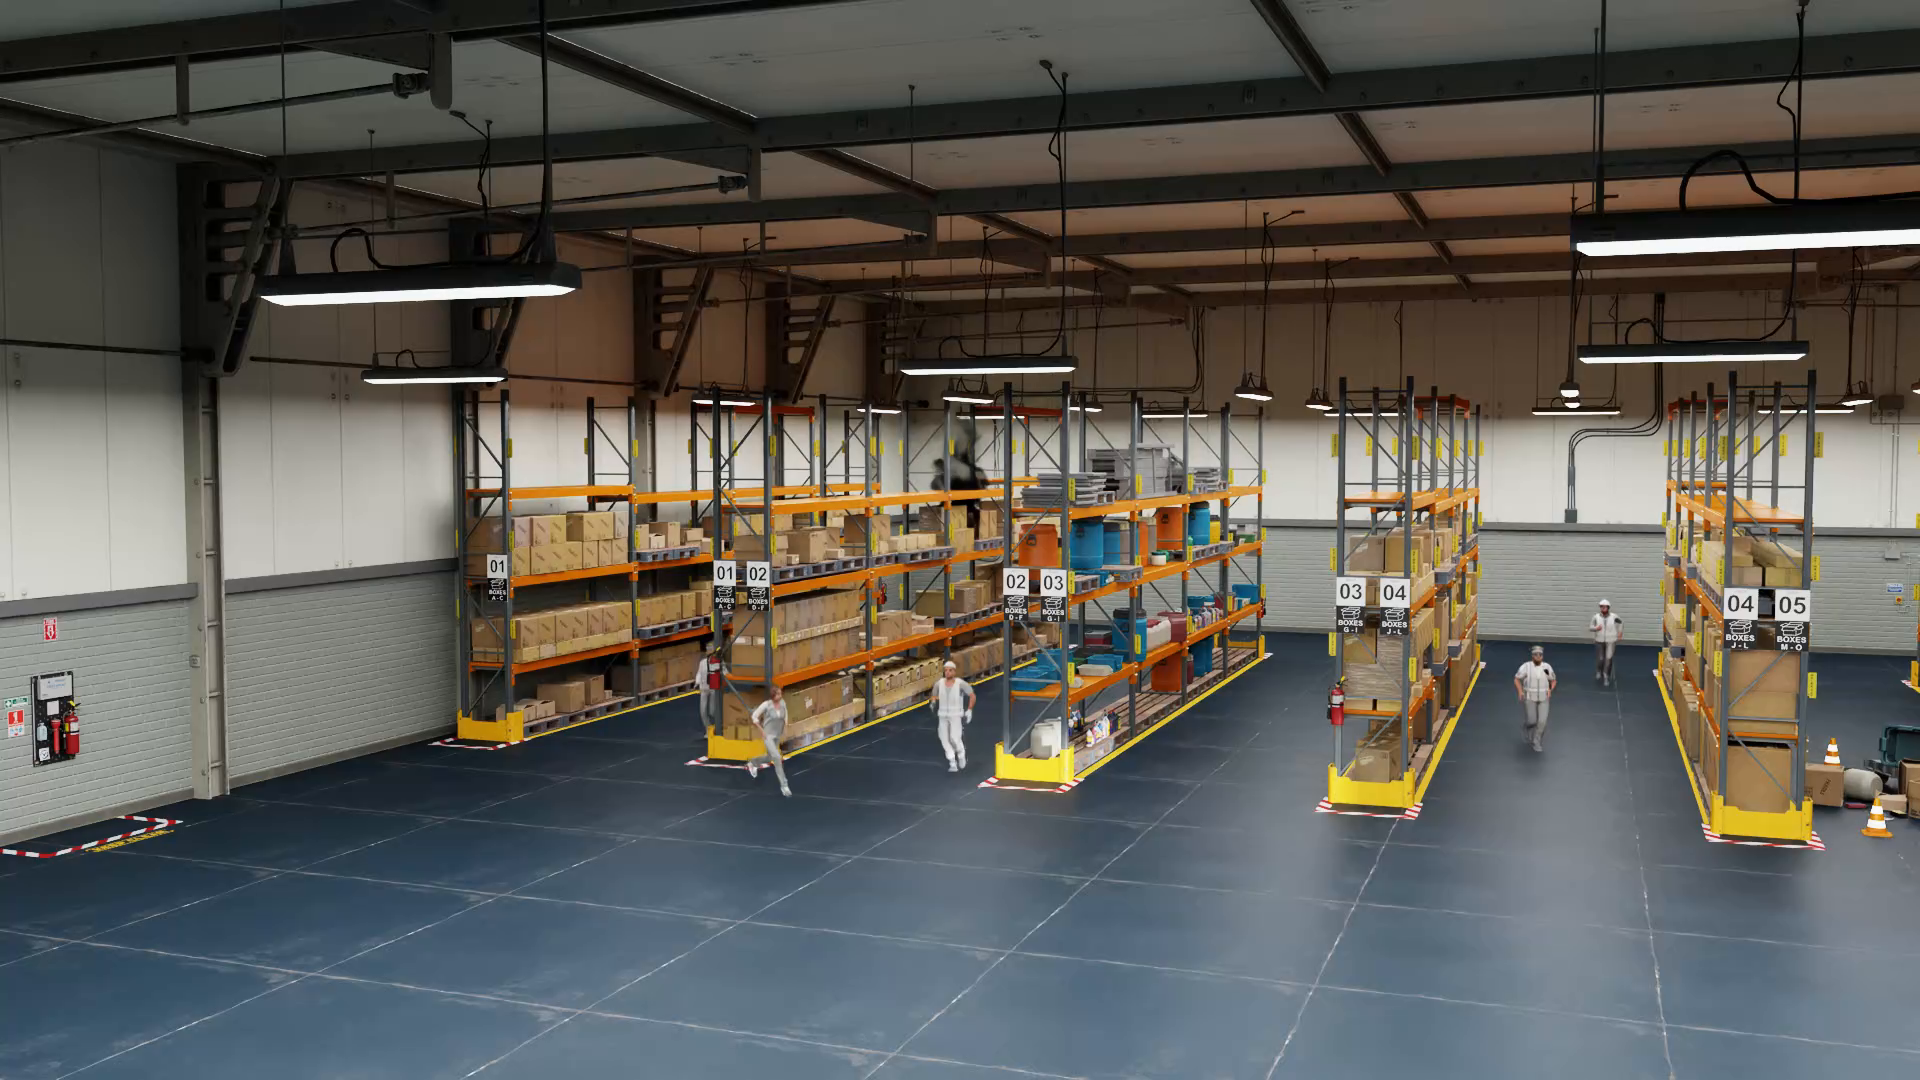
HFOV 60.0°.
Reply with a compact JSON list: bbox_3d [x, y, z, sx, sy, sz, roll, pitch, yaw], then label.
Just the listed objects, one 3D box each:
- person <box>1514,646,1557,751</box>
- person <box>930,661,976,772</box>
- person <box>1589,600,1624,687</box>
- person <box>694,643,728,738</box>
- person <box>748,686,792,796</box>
[{"bbox_3d":[9.579,2.618,27.647,0.670,1.742,0.600,0,3,9],"label":"person"},{"bbox_3d":[-0.157,2.728,25.546,0.687,1.732,0.621,1,3,19],"label":"person"},{"bbox_3d":[13.733,2.174,35.360,0.664,1.825,0.907,2,4,27],"label":"person"},{"bbox_3d":[-4.310,2.589,28.802,0.614,1.647,0.580,1,3,17],"label":"person"},{"bbox_3d":[-2.789,2.890,24.243,0.986,1.585,0.529,3,4,45],"label":"person"}]
